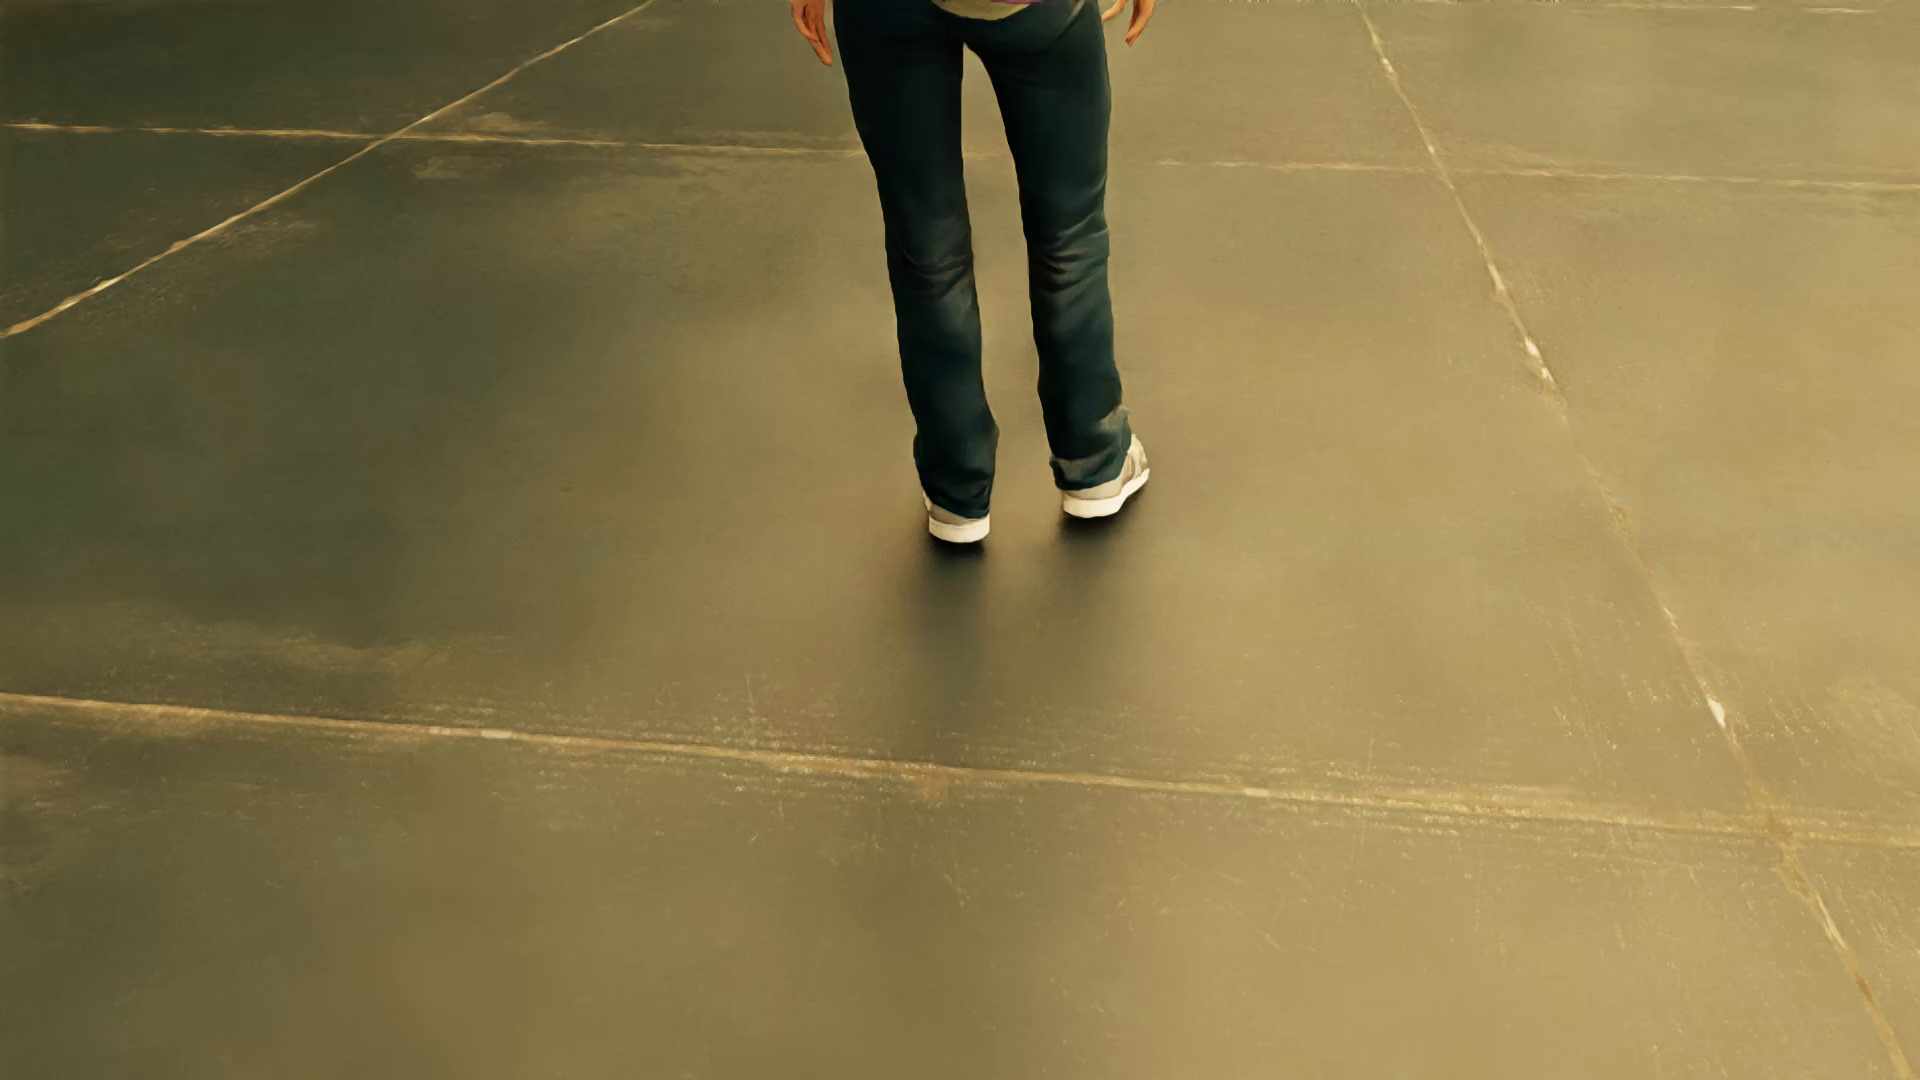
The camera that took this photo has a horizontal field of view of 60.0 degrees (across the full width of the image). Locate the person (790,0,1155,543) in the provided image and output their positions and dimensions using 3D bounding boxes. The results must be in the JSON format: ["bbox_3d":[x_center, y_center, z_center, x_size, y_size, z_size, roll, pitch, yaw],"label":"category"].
[{"bbox_3d":[0.023,-0.753,2.204,0.520,1.597,0.474,3,27,7],"label":"person"}]
